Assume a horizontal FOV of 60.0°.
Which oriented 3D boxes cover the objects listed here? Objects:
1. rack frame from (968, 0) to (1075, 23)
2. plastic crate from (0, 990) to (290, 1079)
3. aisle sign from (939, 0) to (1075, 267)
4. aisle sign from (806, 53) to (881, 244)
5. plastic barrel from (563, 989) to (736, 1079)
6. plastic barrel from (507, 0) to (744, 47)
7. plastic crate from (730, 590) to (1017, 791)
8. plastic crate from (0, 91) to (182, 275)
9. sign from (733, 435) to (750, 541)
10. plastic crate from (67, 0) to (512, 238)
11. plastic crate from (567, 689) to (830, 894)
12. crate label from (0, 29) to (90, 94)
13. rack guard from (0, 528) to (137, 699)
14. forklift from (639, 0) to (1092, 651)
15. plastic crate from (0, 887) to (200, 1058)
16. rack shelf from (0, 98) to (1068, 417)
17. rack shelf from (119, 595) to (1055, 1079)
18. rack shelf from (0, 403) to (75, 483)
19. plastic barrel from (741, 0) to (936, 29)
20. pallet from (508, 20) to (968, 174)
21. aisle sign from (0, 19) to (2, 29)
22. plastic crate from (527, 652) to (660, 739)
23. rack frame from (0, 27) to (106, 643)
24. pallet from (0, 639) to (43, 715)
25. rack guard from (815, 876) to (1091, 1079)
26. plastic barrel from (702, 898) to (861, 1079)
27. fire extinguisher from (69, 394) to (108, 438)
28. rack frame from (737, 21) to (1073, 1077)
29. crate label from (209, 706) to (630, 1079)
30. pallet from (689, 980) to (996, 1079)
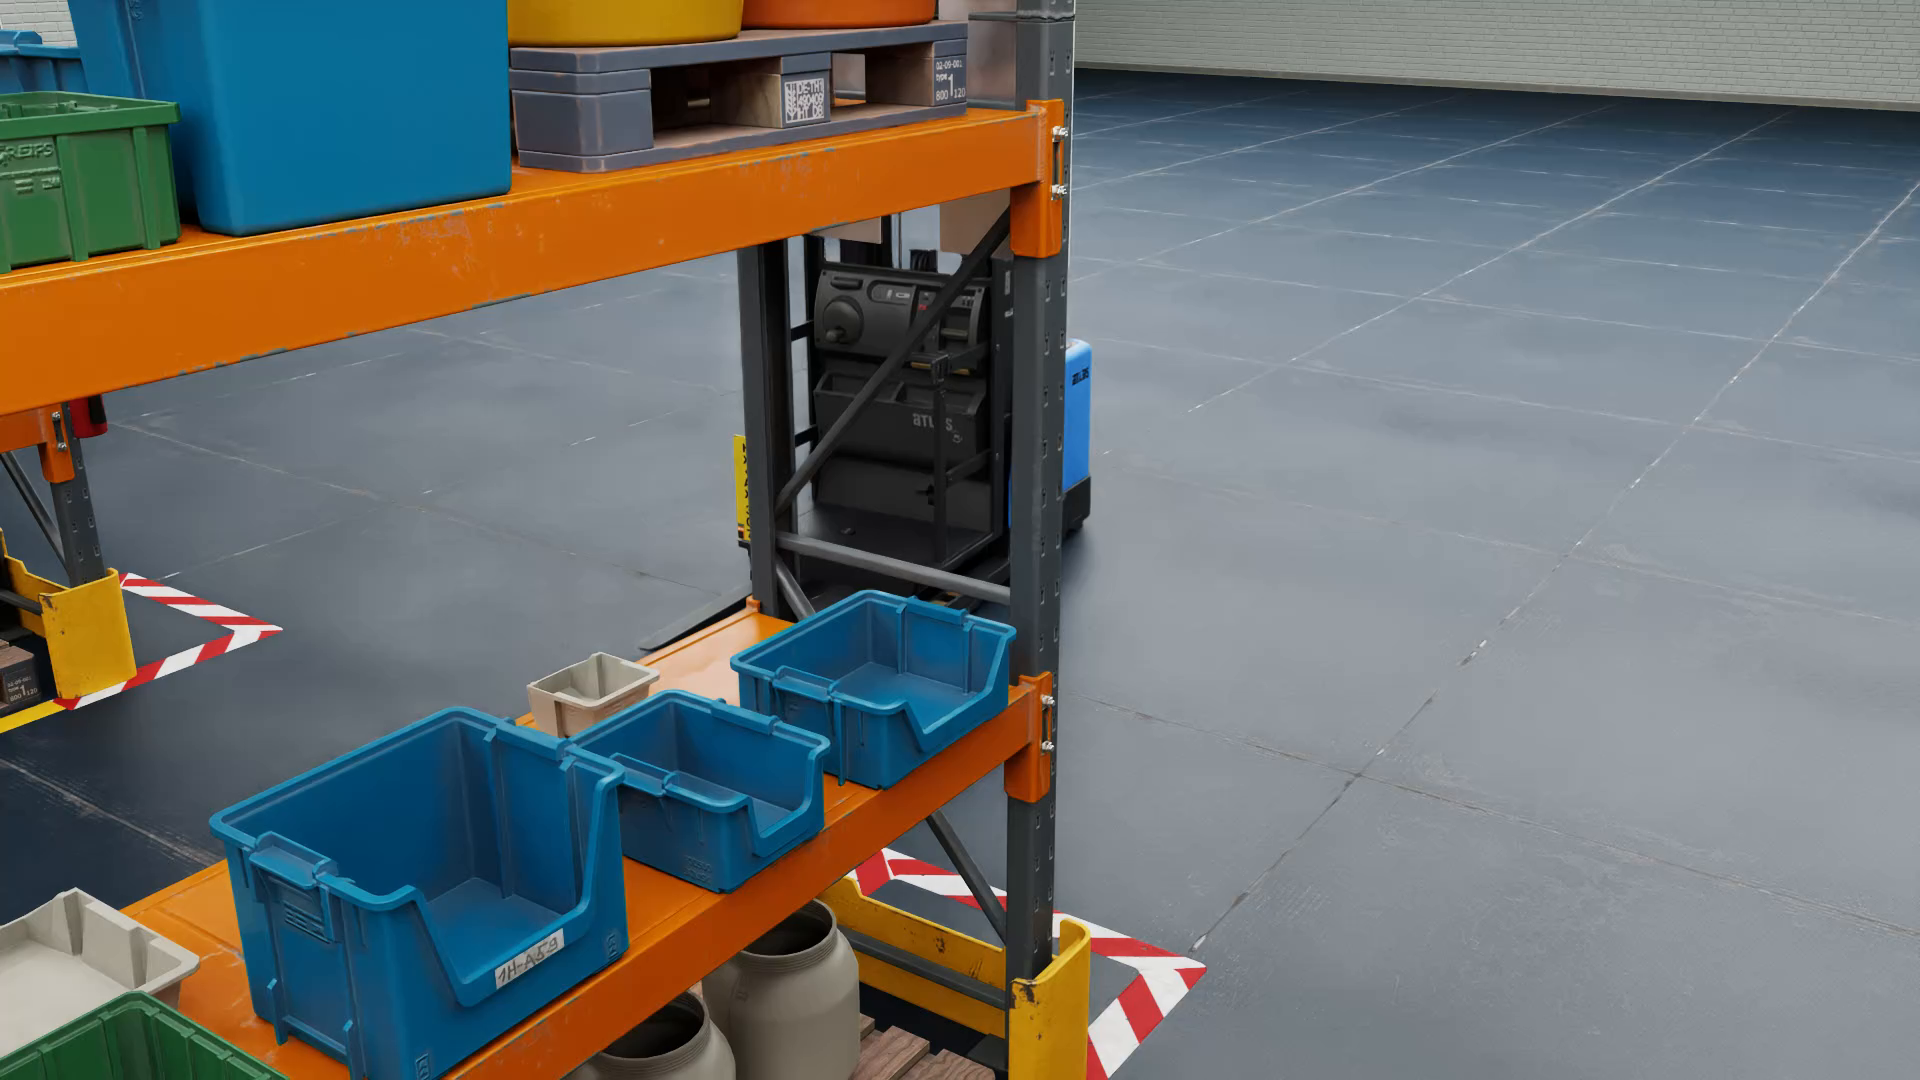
[{"bbox_3d":[-0.175,-2.725,3.661,1.000,3.000,0.127,13,24,32],"label":"rack frame"},{"bbox_3d":[-1.427,1.001,2.540,0.450,0.188,0.662,13,24,32],"label":"plastic crate"},{"bbox_3d":[0.111,-1.093,4.150,0.394,0.787,0.004,13,24,32],"label":"aisle sign"},{"bbox_3d":[-0.377,-1.208,4.461,0.394,0.787,0.004,13,24,32],"label":"aisle sign"},{"bbox_3d":[-0.764,1.406,4.121,0.421,0.512,0.421,0,20,0],"label":"plastic barrel"},{"bbox_3d":[-0.711,-1.252,3.124,0.600,0.588,0.600,0,20,0],"label":"plastic barrel"},{"bbox_3d":[-0.209,0.360,4.181,0.499,0.251,0.616,13,24,32],"label":"plastic crate"},{"bbox_3d":[-1.312,-0.471,2.196,0.336,0.188,0.450,13,24,32],"label":"plastic crate"},{"bbox_3d":[-0.628,-0.150,4.947,0.100,0.325,0.005,13,24,32],"label":"sign"},{"bbox_3d":[-0.998,-0.705,2.546,0.392,0.384,0.575,13,24,32],"label":"plastic crate"},{"bbox_3d":[-0.579,0.546,3.681,0.499,0.251,0.408,13,24,32],"label":"plastic crate"},{"bbox_3d":[-1.501,-0.776,2.929,0.502,0.251,0.408,13,24,32],"label":"crate label"},{"bbox_3d":[-4.314,0.317,7.688,1.175,0.500,0.348,13,24,32],"label":"rack guard"},{"bbox_3d":[-0.405,-1.097,8.005,1.130,2.935,3.031,11,23,26],"label":"forklift"},{"bbox_3d":[-1.721,0.845,3.038,0.530,0.136,0.437,13,24,32],"label":"plastic crate"},{"bbox_3d":[-1.300,-0.407,2.755,1.077,0.370,4.000,13,24,32],"label":"rack shelf"},{"bbox_3d":[-1.300,1.000,3.275,1.077,0.370,4.000,13,24,32],"label":"rack shelf"},{"bbox_3d":[-5.396,0.034,5.886,1.077,0.370,4.000,13,24,32],"label":"rack shelf"},{"bbox_3d":[-0.344,-1.552,3.590,0.600,0.830,0.708,13,24,32],"label":"plastic barrel"},{"bbox_3d":[-0.721,-1.011,3.624,1.003,0.211,1.213,13,24,32],"label":"pallet"},{"bbox_3d":[-3.989,-2.056,6.752,0.394,0.787,0.004,13,24,32],"label":"aisle sign"},{"bbox_3d":[-0.945,0.406,4.223,0.298,0.136,0.250,13,24,32],"label":"plastic crate"},{"bbox_3d":[-4.272,-0.877,7.313,1.000,3.000,0.127,13,24,32],"label":"rack frame"},{"bbox_3d":[-4.800,0.679,7.126,1.003,0.211,1.213,13,24,32],"label":"pallet"},{"bbox_3d":[-0.179,1.292,5.051,1.175,0.500,0.348,13,24,32],"label":"rack guard"},{"bbox_3d":[-0.482,1.262,4.510,0.421,0.512,0.421,0,20,0],"label":"plastic barrel"},{"bbox_3d":[-3.826,-0.784,7.172,0.296,0.674,0.183,13,24,32],"label":"fire extinguisher"},{"bbox_3d":[-0.175,0.089,4.702,1.000,3.000,0.127,13,24,32],"label":"rack frame"},{"bbox_3d":[-0.986,0.653,3.125,0.502,0.435,0.616,13,24,32],"label":"crate label"},{"bbox_3d":[-0.640,1.660,4.474,1.003,0.211,1.213,13,24,32],"label":"pallet"}]
